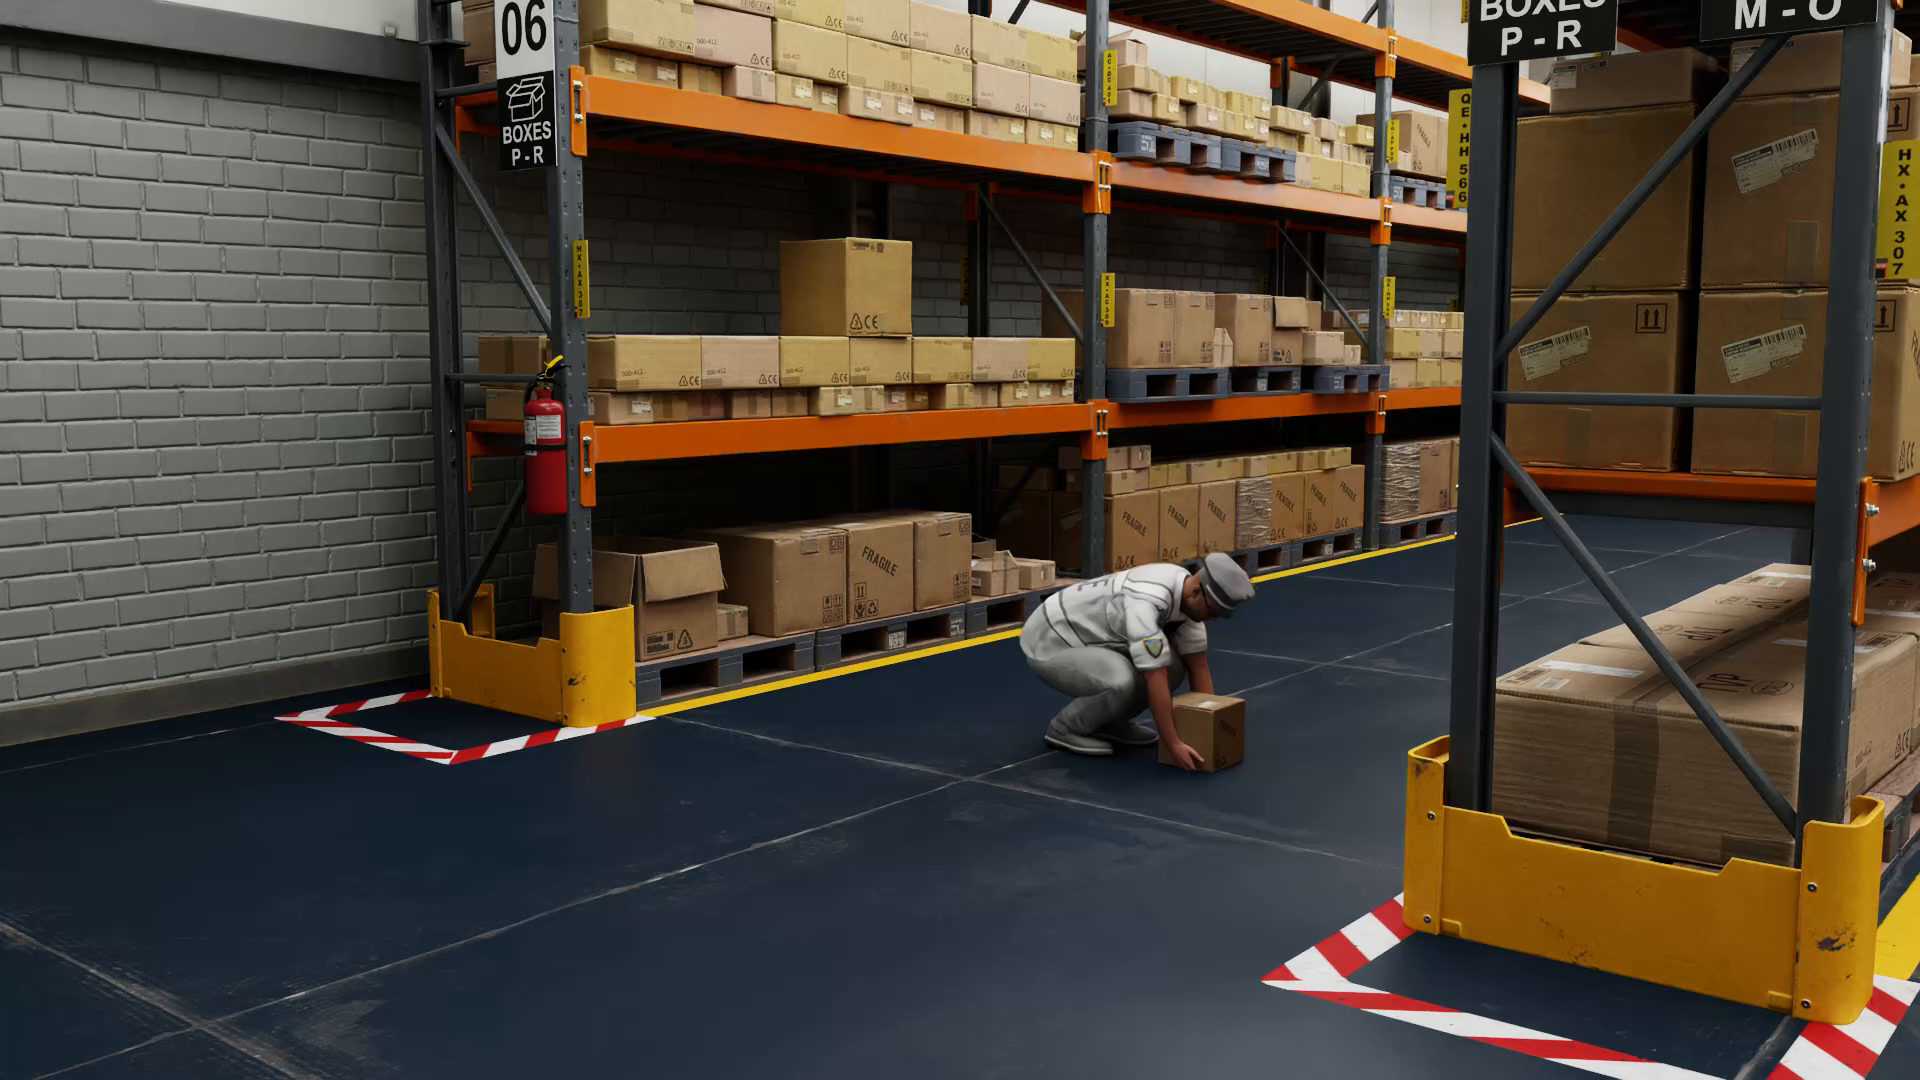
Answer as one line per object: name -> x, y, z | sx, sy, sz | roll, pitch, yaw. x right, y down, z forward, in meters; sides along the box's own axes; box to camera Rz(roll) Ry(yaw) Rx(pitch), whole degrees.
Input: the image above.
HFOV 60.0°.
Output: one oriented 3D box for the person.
person -> 0.719, 0.478, 6.794 | 0.974, 0.899, 0.546 | 5, 8, 38
